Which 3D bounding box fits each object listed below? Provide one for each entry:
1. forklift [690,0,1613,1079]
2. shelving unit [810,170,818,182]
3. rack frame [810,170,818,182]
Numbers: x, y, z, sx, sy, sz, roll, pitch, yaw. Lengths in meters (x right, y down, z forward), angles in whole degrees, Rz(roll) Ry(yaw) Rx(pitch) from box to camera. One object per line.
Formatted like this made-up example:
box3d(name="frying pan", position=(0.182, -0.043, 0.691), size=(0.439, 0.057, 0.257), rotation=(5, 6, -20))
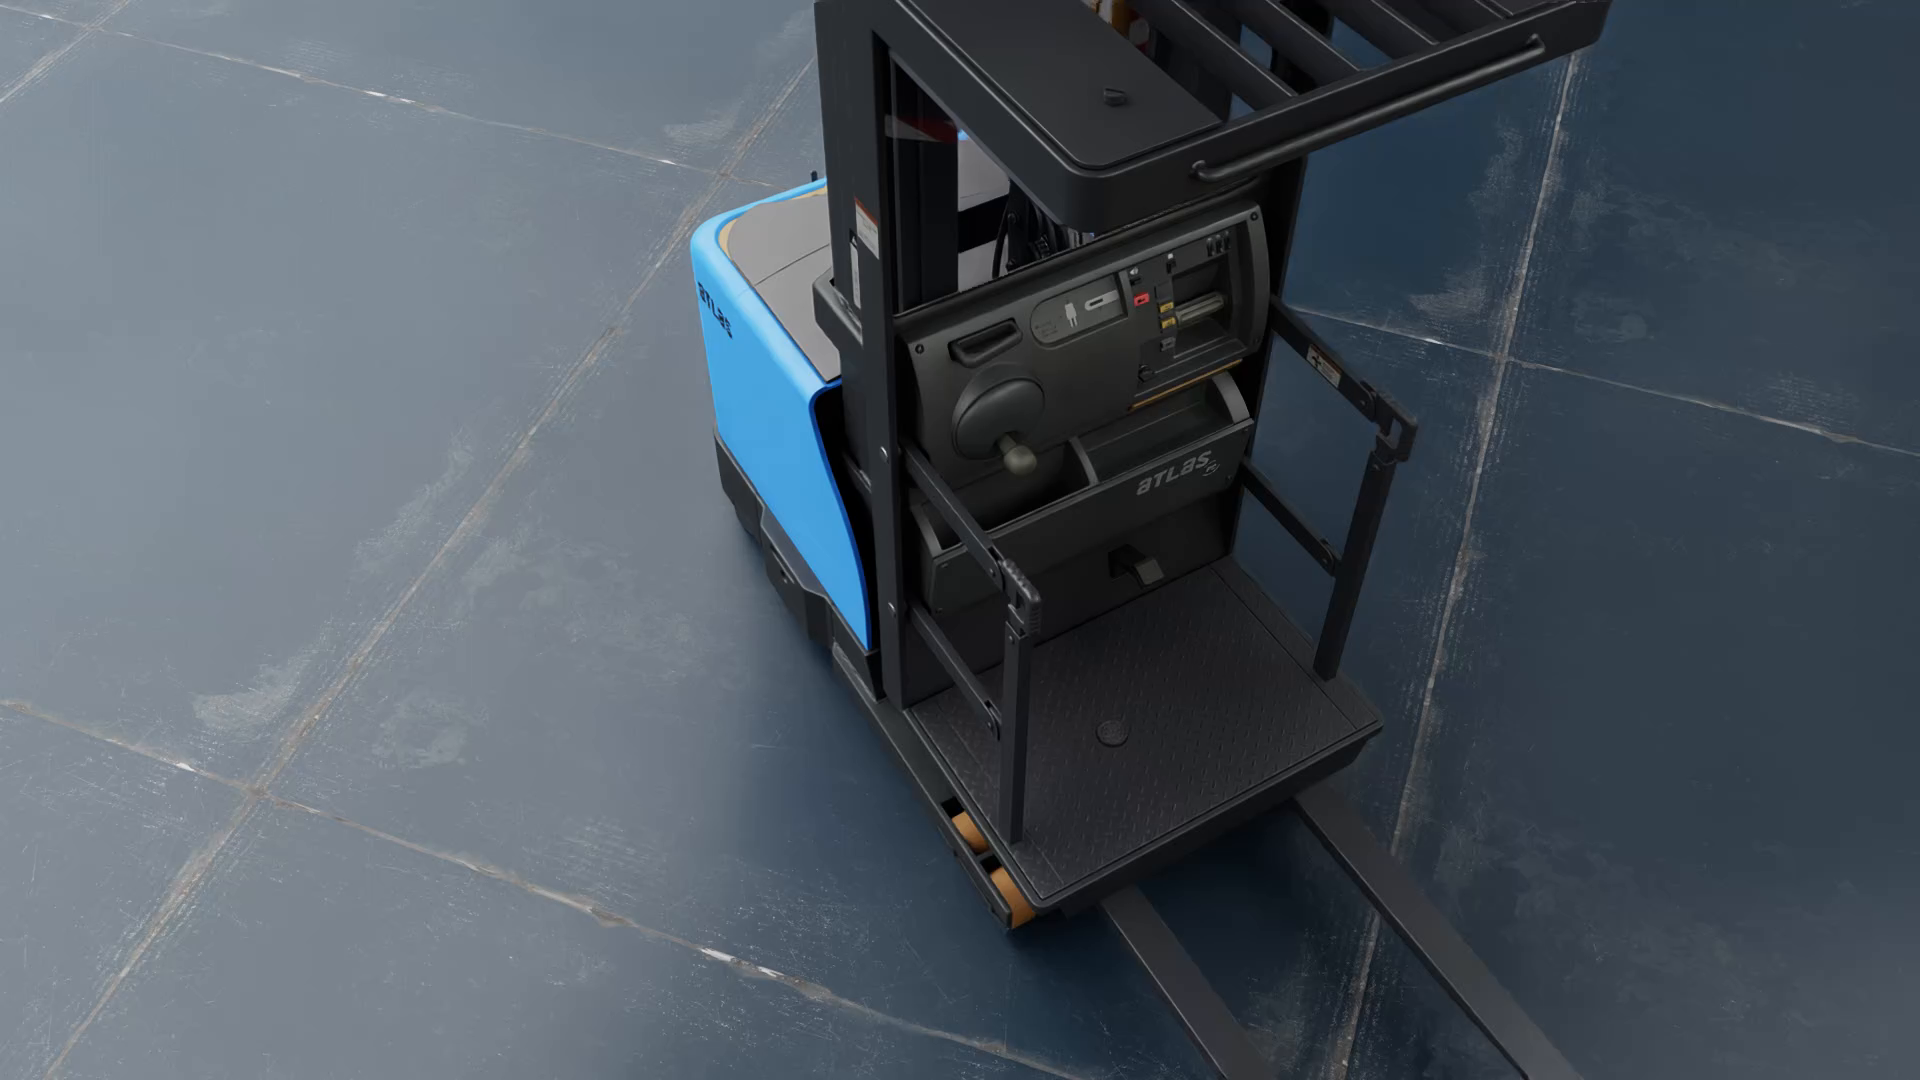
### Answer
box3d(name="forklift", position=(0.416, -0.351, 3.615), size=(1.130, 2.935, 3.031), rotation=(-24, 53, -19))
box3d(name="shelving unit", position=(-0.296, -0.795, 5.343), size=(0.258, 0.900, 0.210), rotation=(-24, 53, -19))
box3d(name="rack frame", position=(-0.348, -0.861, 5.401), size=(0.240, 0.900, 0.006), rotation=(-24, 53, -19))
